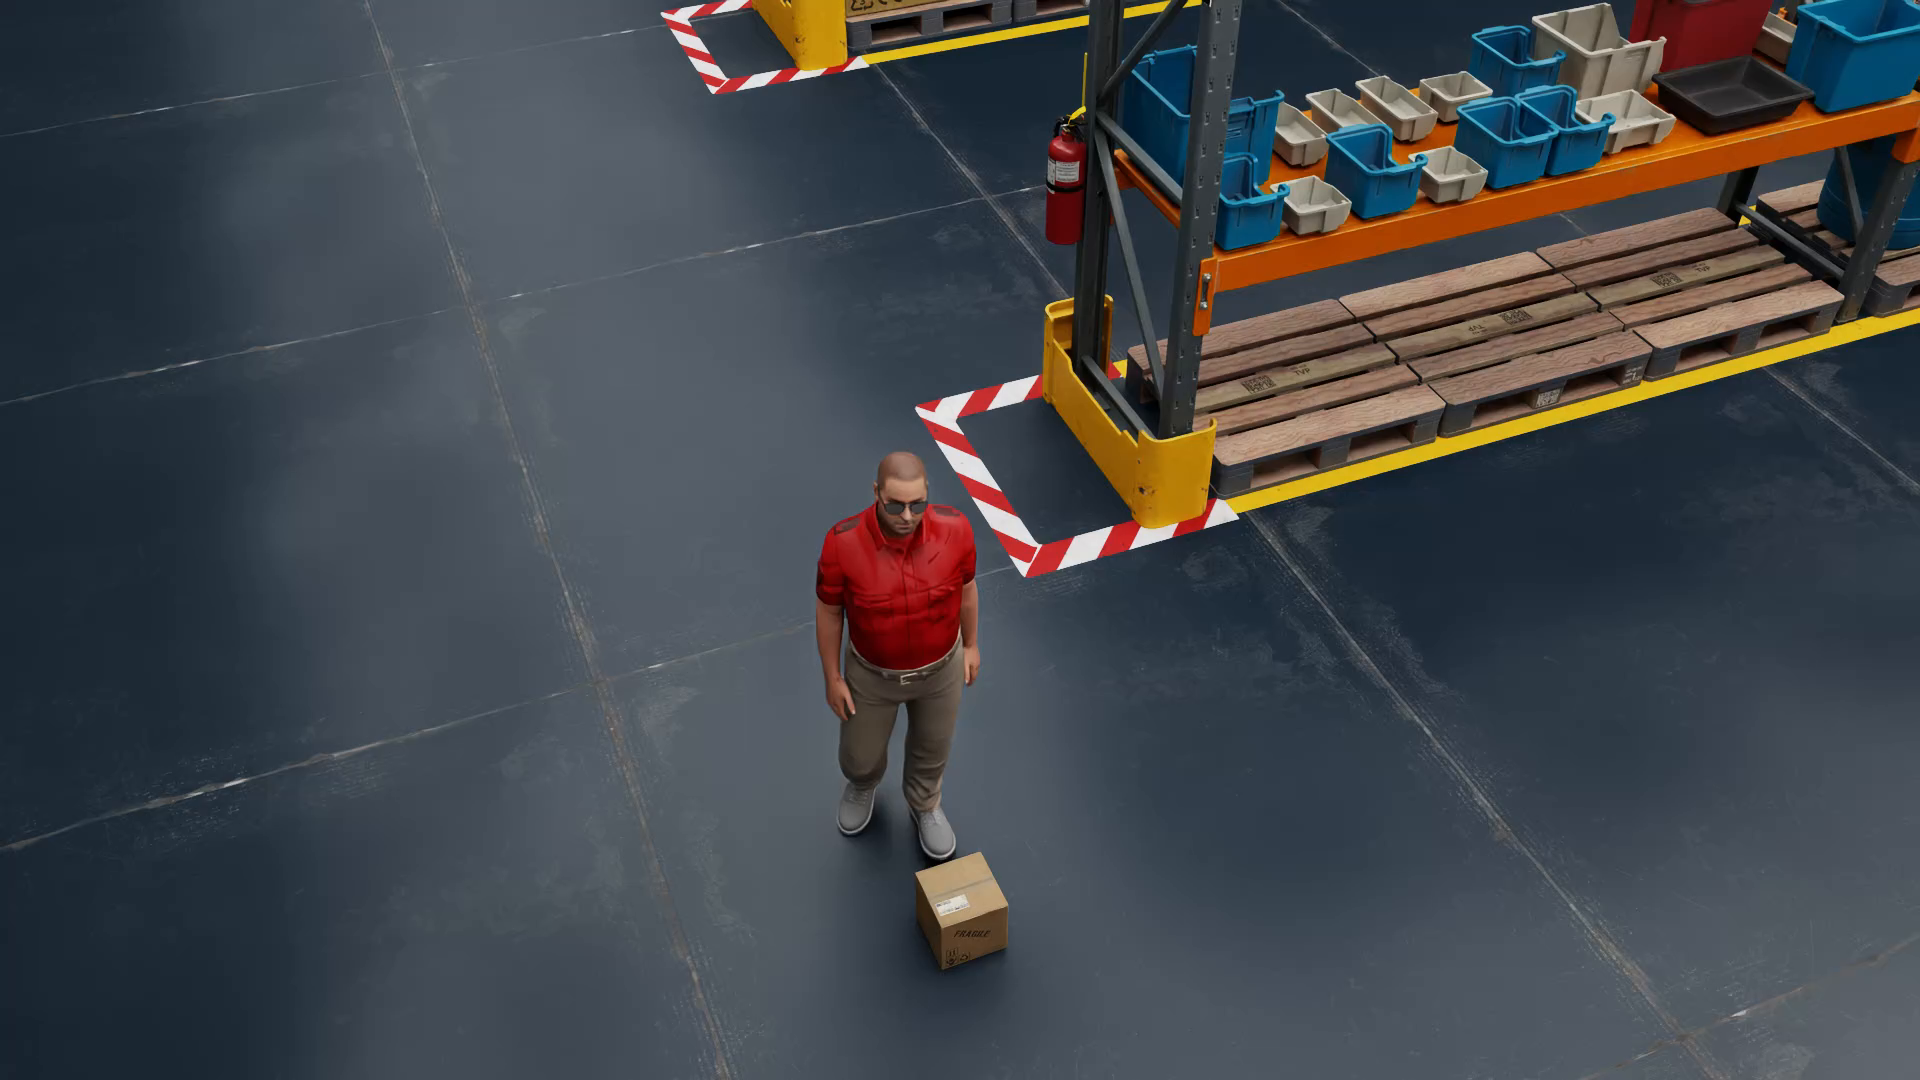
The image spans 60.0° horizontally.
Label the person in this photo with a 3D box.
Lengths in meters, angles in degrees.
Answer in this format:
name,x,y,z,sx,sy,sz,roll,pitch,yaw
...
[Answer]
name,x,y,z,sx,sy,sz,roll,pitch,yaw
person,-0.202,0.405,5.698,0.569,1.725,0.485,-10,42,-11
